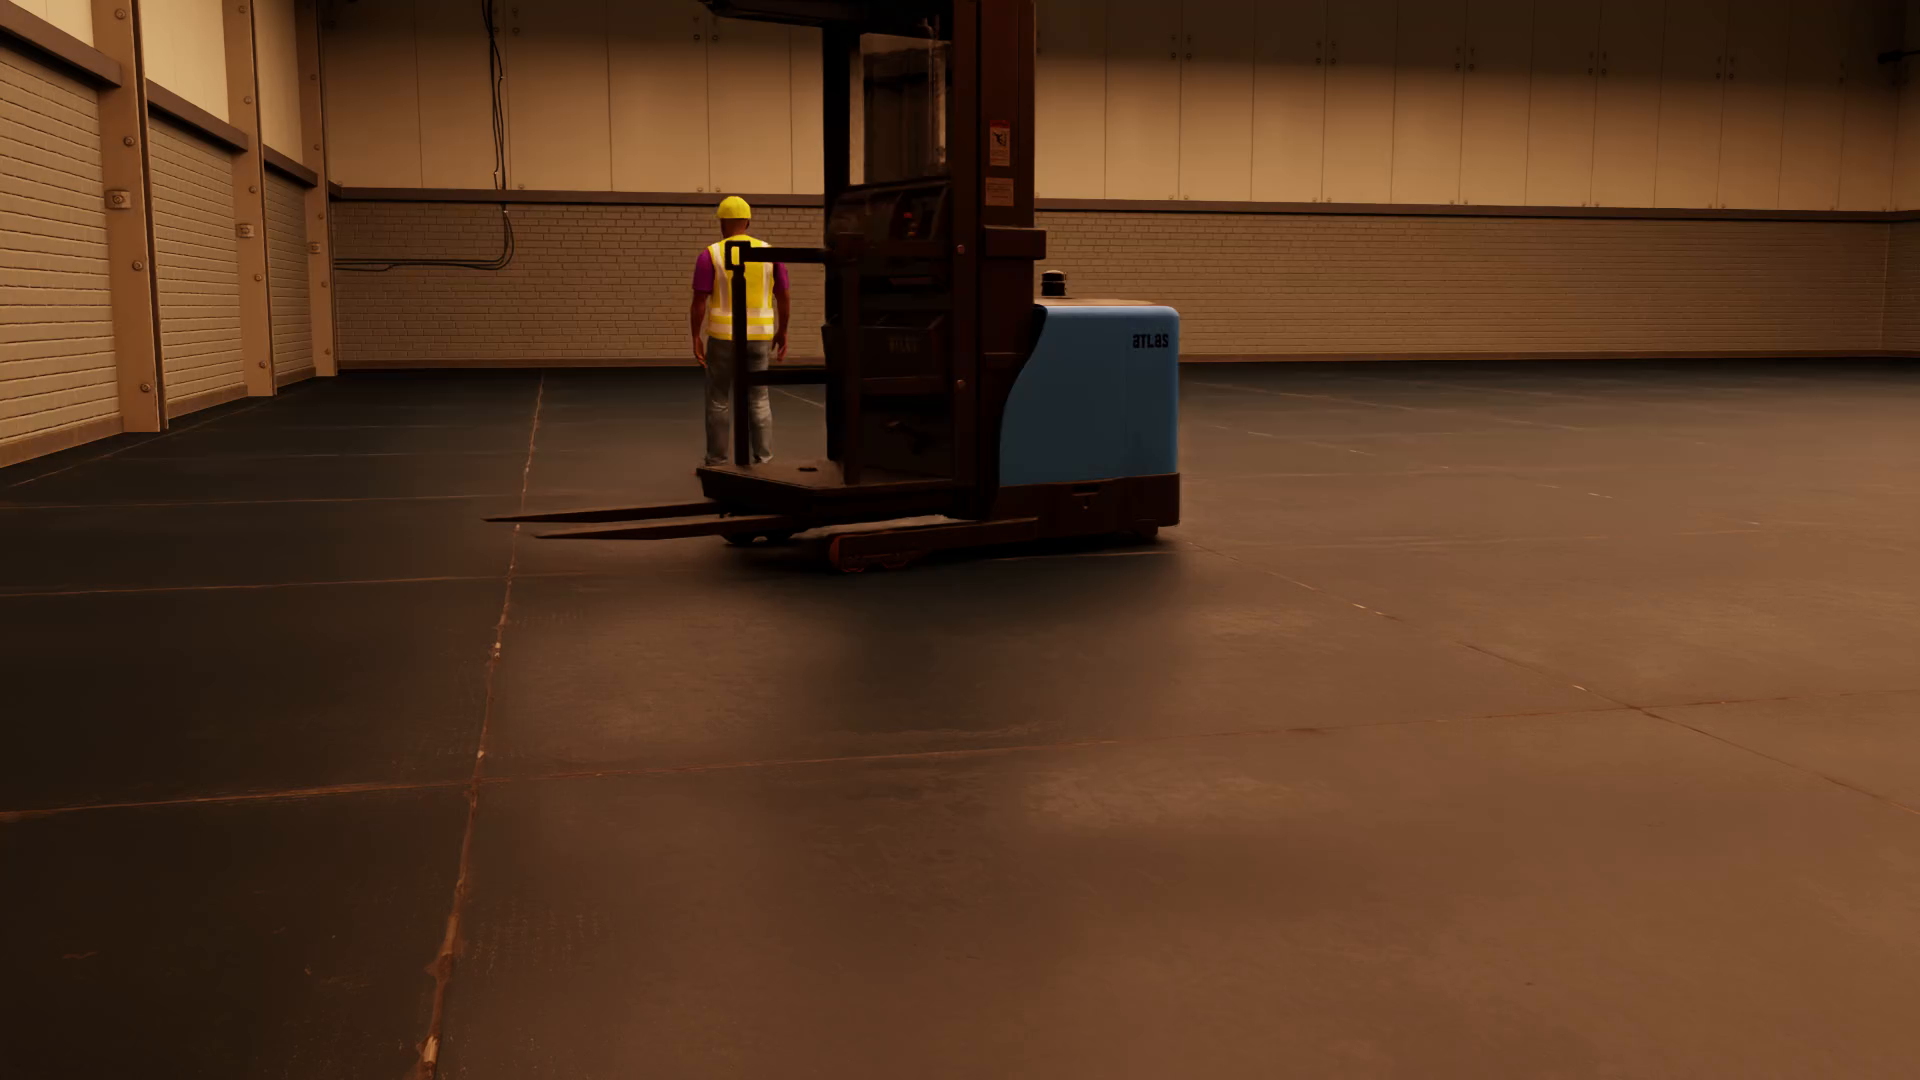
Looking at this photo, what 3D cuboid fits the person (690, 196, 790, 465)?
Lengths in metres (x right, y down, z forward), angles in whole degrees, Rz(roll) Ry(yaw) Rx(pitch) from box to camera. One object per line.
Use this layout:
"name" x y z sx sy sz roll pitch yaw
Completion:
"person" -1.393 -1.313 10.525 0.658 1.696 0.381 -3 9 -23

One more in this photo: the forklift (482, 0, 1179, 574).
"forklift" -0.492 -1.397 7.113 3.031 2.935 1.130 -5 10 -34
